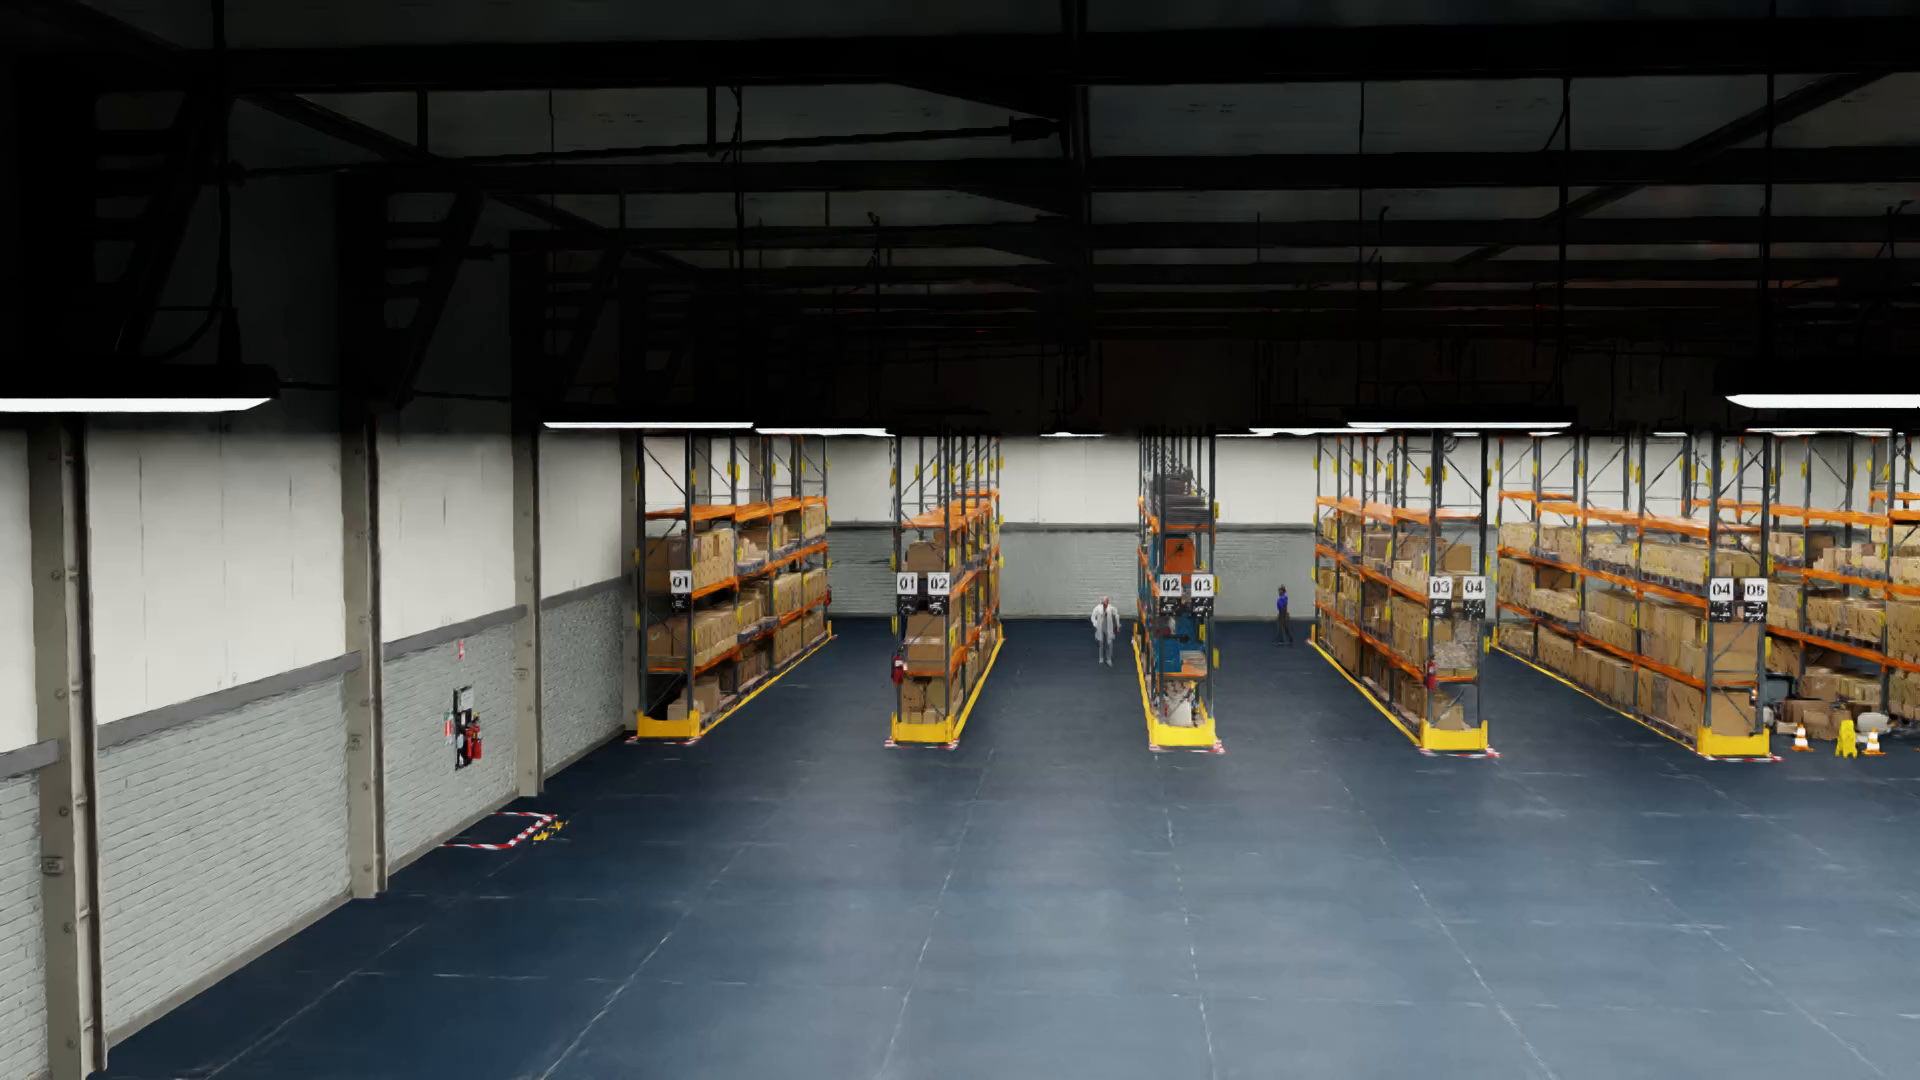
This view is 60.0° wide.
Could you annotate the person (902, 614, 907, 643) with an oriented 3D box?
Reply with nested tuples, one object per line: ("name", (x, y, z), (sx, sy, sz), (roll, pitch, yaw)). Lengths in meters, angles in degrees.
("person", (-1.547, 2.076, 46.569), (0.346, 1.597, 0.538), (-1, 4, -11))

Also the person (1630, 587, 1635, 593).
("person", (19.432, 2.000, 47.709), (0.579, 1.646, 0.510), (-2, 4, -29))

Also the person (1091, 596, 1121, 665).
("person", (3.704, 2.280, 42.343), (0.748, 1.740, 0.742), (1, 4, 9))

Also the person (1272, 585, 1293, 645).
("person", (8.985, 2.084, 46.206), (0.511, 1.656, 0.578), (0, 3, -6))
